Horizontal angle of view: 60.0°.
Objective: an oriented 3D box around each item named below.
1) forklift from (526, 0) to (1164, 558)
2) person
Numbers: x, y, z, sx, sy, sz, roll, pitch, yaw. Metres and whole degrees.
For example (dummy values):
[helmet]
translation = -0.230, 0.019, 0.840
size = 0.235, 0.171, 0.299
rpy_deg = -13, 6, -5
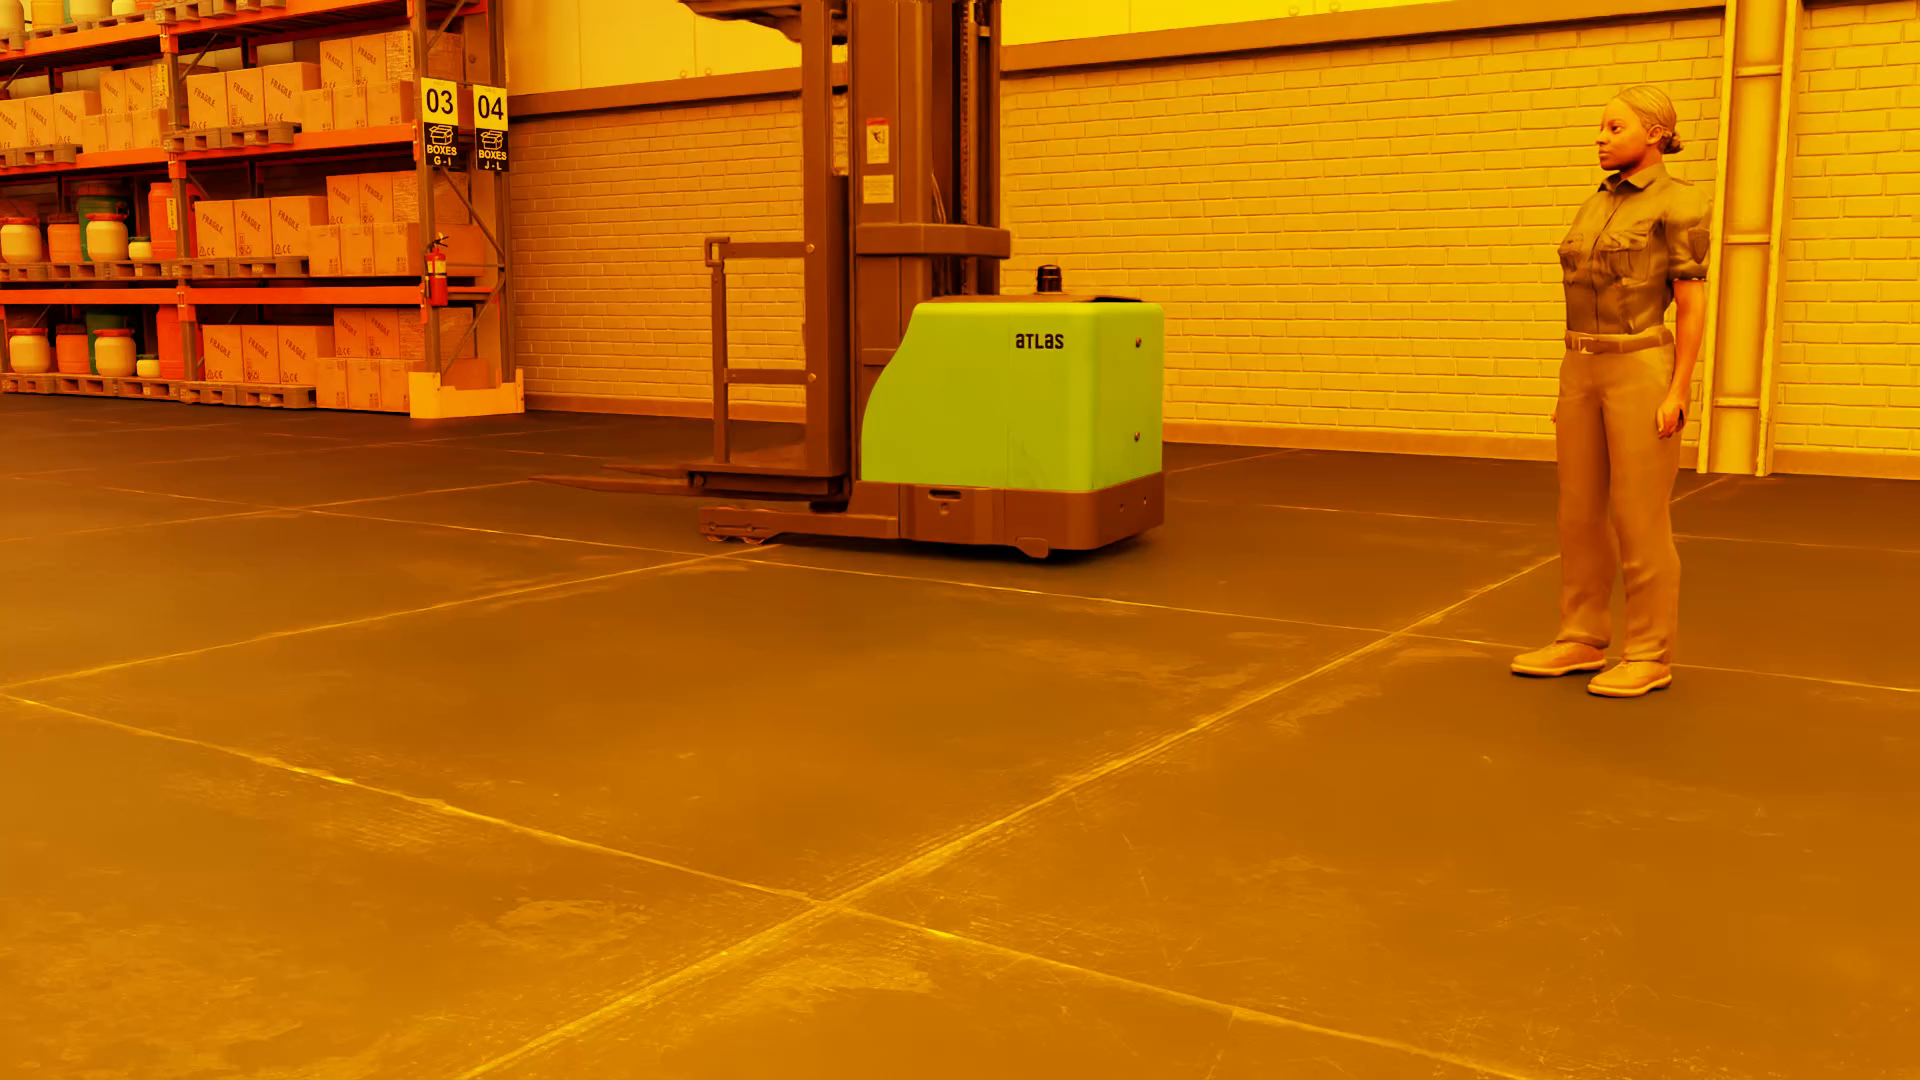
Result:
[forklift]
translation = -0.623, -1.490, 7.672
size = 3.031, 2.935, 1.130
rpy_deg = 4, 9, 25
[person]
translation = 1.827, -0.414, 4.629
size = 0.325, 1.662, 0.448
rpy_deg = -3, 9, -23
